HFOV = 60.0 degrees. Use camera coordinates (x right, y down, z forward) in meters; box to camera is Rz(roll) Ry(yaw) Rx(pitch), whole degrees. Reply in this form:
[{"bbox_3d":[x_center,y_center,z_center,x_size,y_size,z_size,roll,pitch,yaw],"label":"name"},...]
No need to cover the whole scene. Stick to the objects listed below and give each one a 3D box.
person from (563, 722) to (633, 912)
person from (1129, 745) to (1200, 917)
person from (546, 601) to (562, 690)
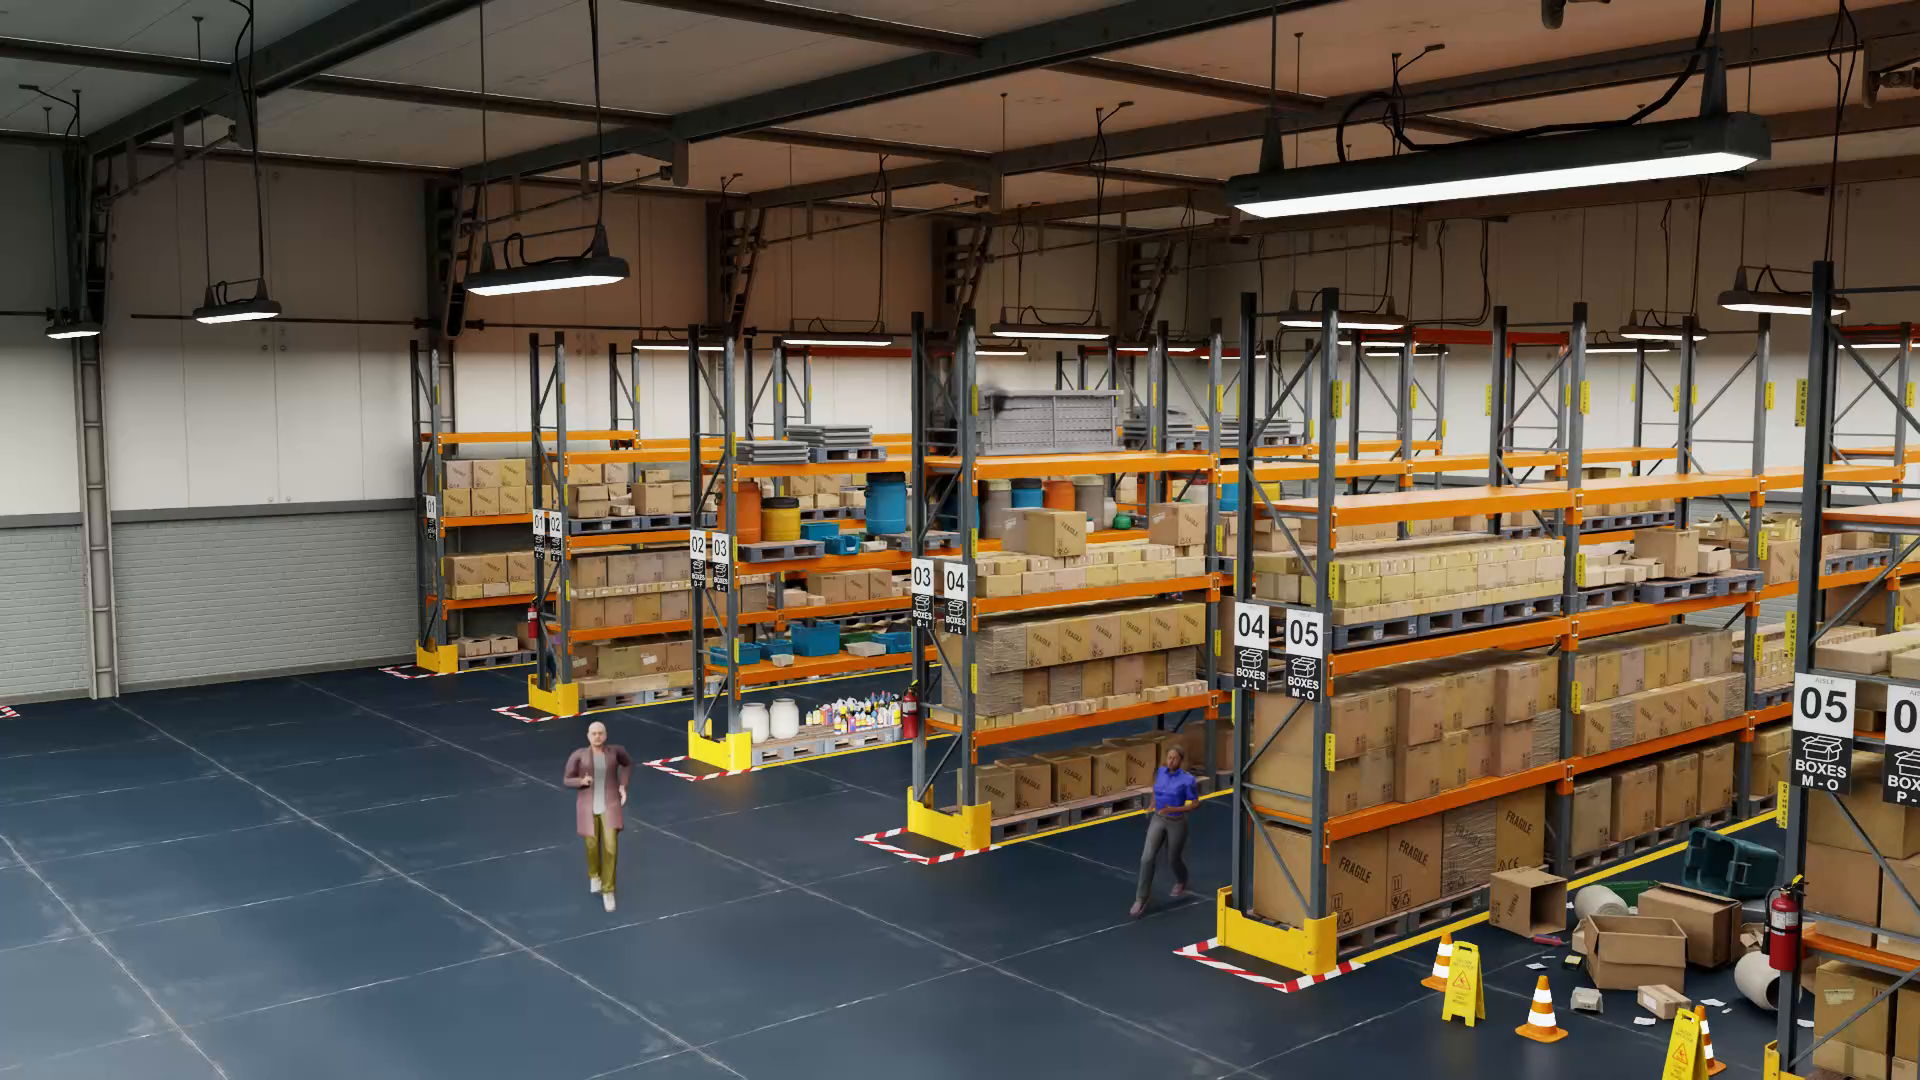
[{"bbox_3d":[-3.617,2.727,16.664,0.685,1.831,0.831,-1,5,-11],"label":"person"},{"bbox_3d":[2.096,2.838,16.407,0.600,1.673,0.846,3,6,33],"label":"person"},{"bbox_3d":[-6.857,1.776,28.293,0.515,1.551,0.531,-4,6,-35],"label":"person"}]
